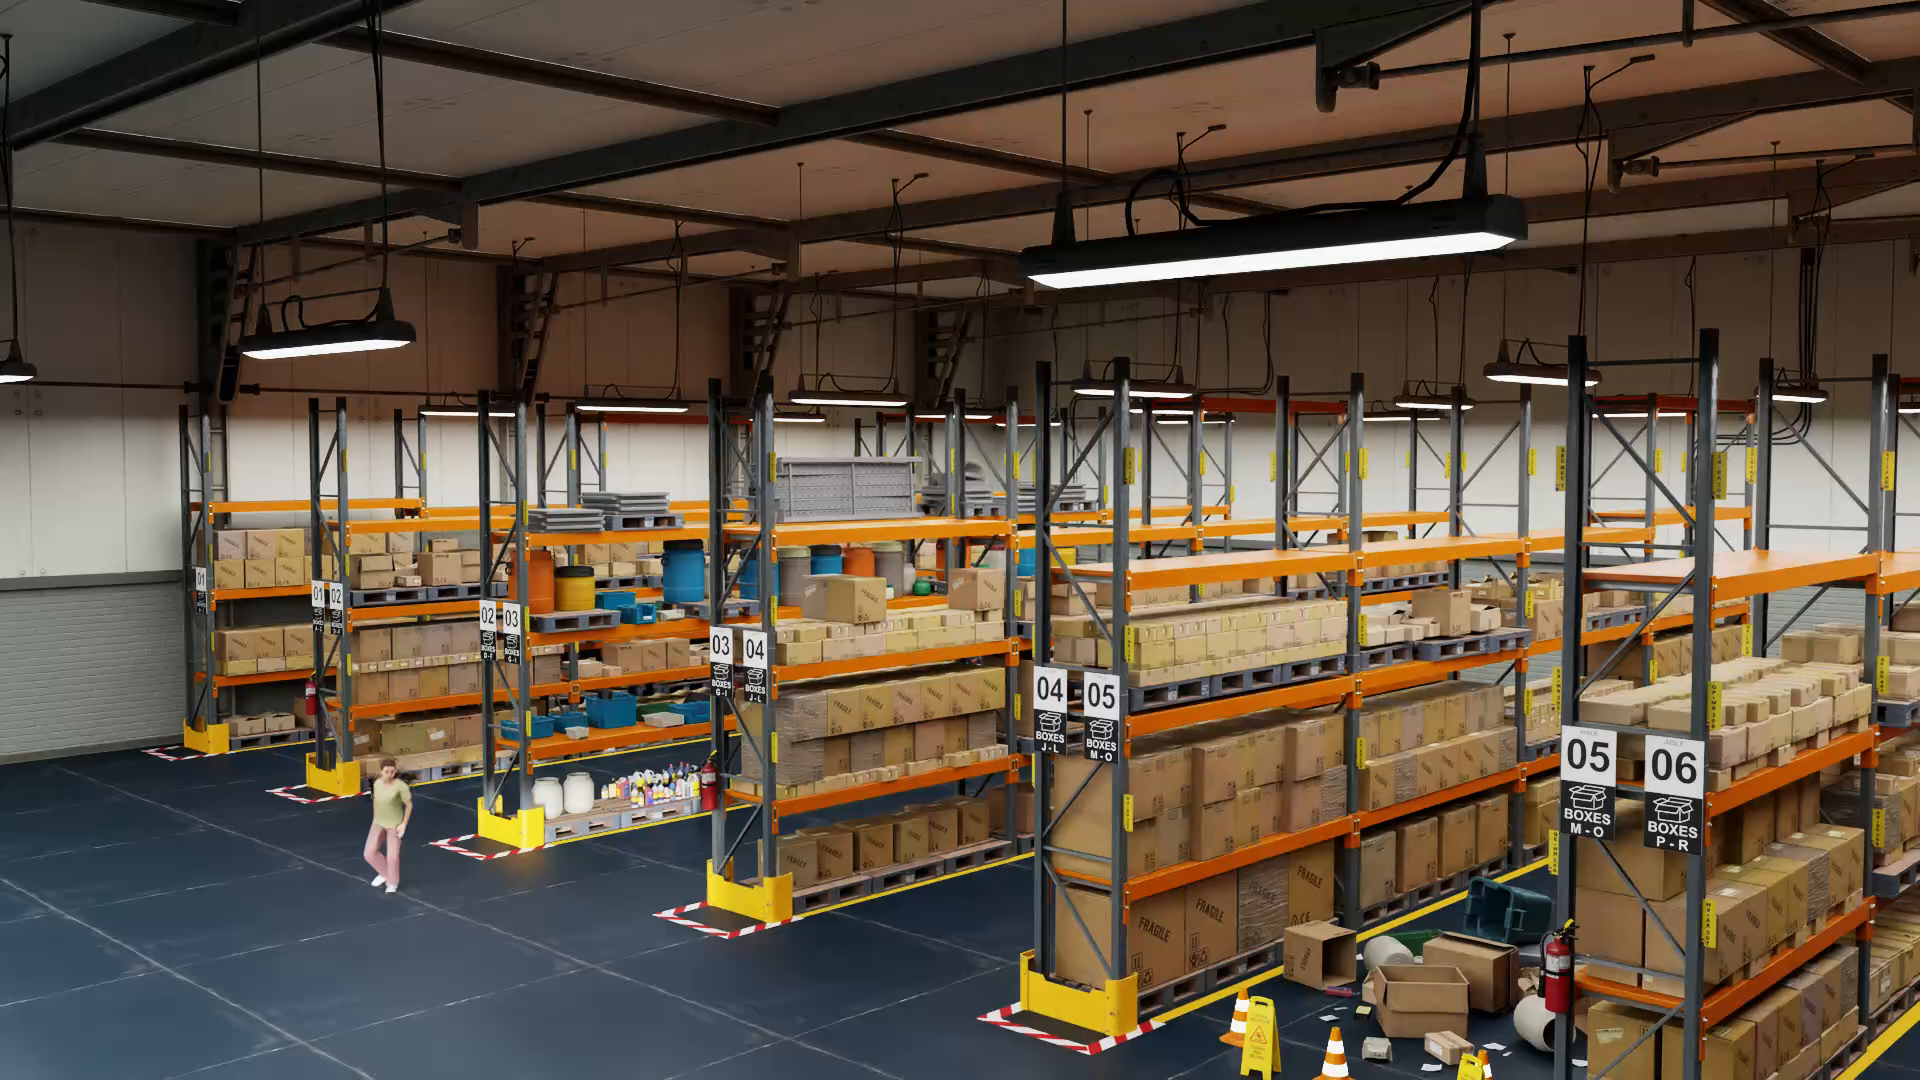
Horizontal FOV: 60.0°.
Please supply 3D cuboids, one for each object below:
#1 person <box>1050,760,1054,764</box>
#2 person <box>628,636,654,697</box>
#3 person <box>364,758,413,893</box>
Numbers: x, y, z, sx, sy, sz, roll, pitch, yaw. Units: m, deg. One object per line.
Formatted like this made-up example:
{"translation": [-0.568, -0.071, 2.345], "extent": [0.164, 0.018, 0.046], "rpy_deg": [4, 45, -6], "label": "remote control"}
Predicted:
{"translation": [1.393, 2.946, 27.219], "extent": [0.563, 1.539, 0.918], "rpy_deg": [3, 4, 44], "label": "person"}
{"translation": [-6.407, 2.656, 33.304], "extent": [0.662, 1.580, 0.767], "rpy_deg": [0, 3, -2], "label": "person"}
{"translation": [-6.648, 3.329, 19.407], "extent": [0.588, 1.631, 0.556], "rpy_deg": [0, 3, 5], "label": "person"}
